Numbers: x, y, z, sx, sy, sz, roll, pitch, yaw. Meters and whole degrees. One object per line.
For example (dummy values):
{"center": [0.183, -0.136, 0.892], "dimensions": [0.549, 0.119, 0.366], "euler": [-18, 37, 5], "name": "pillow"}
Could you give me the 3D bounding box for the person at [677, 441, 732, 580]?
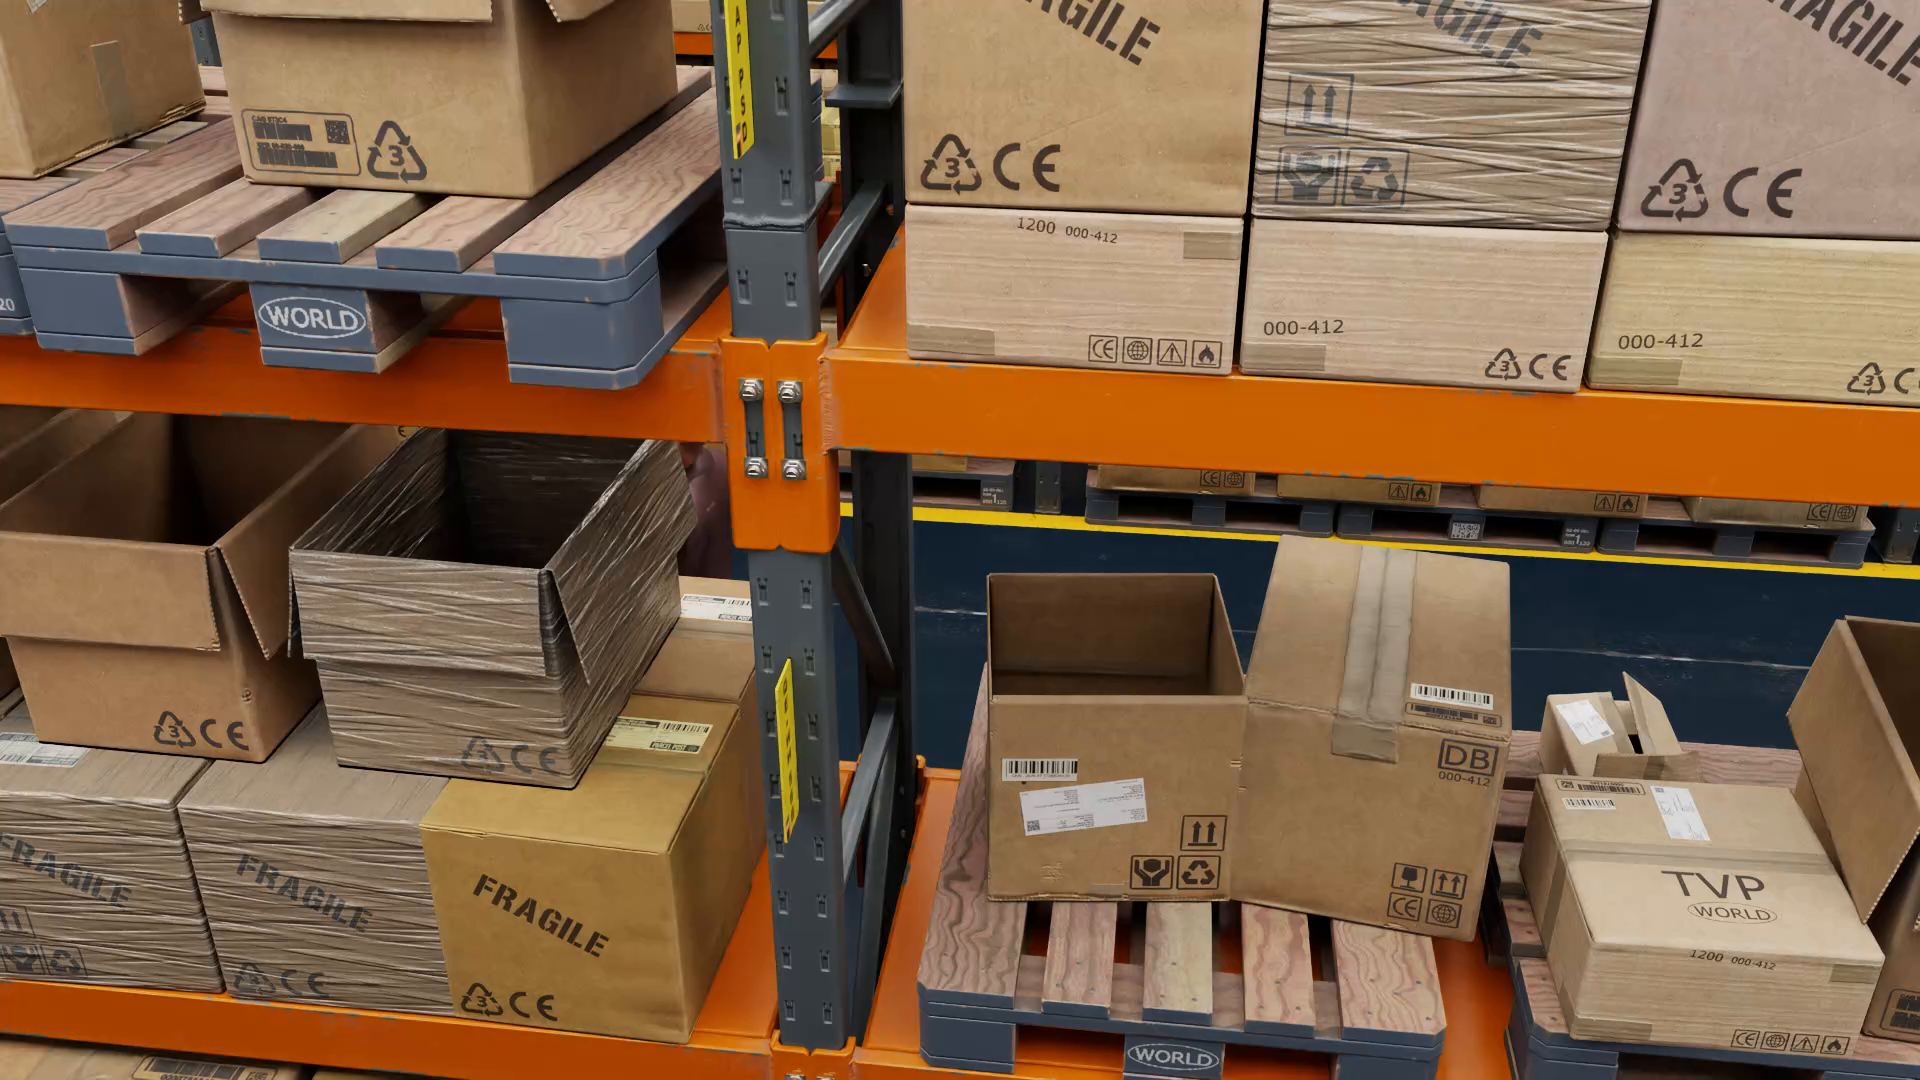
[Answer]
{"center": [-0.909, 0.333, 5.523], "dimensions": [0.379, 1.773, 0.562], "euler": [4, 28, 7], "name": "person"}
